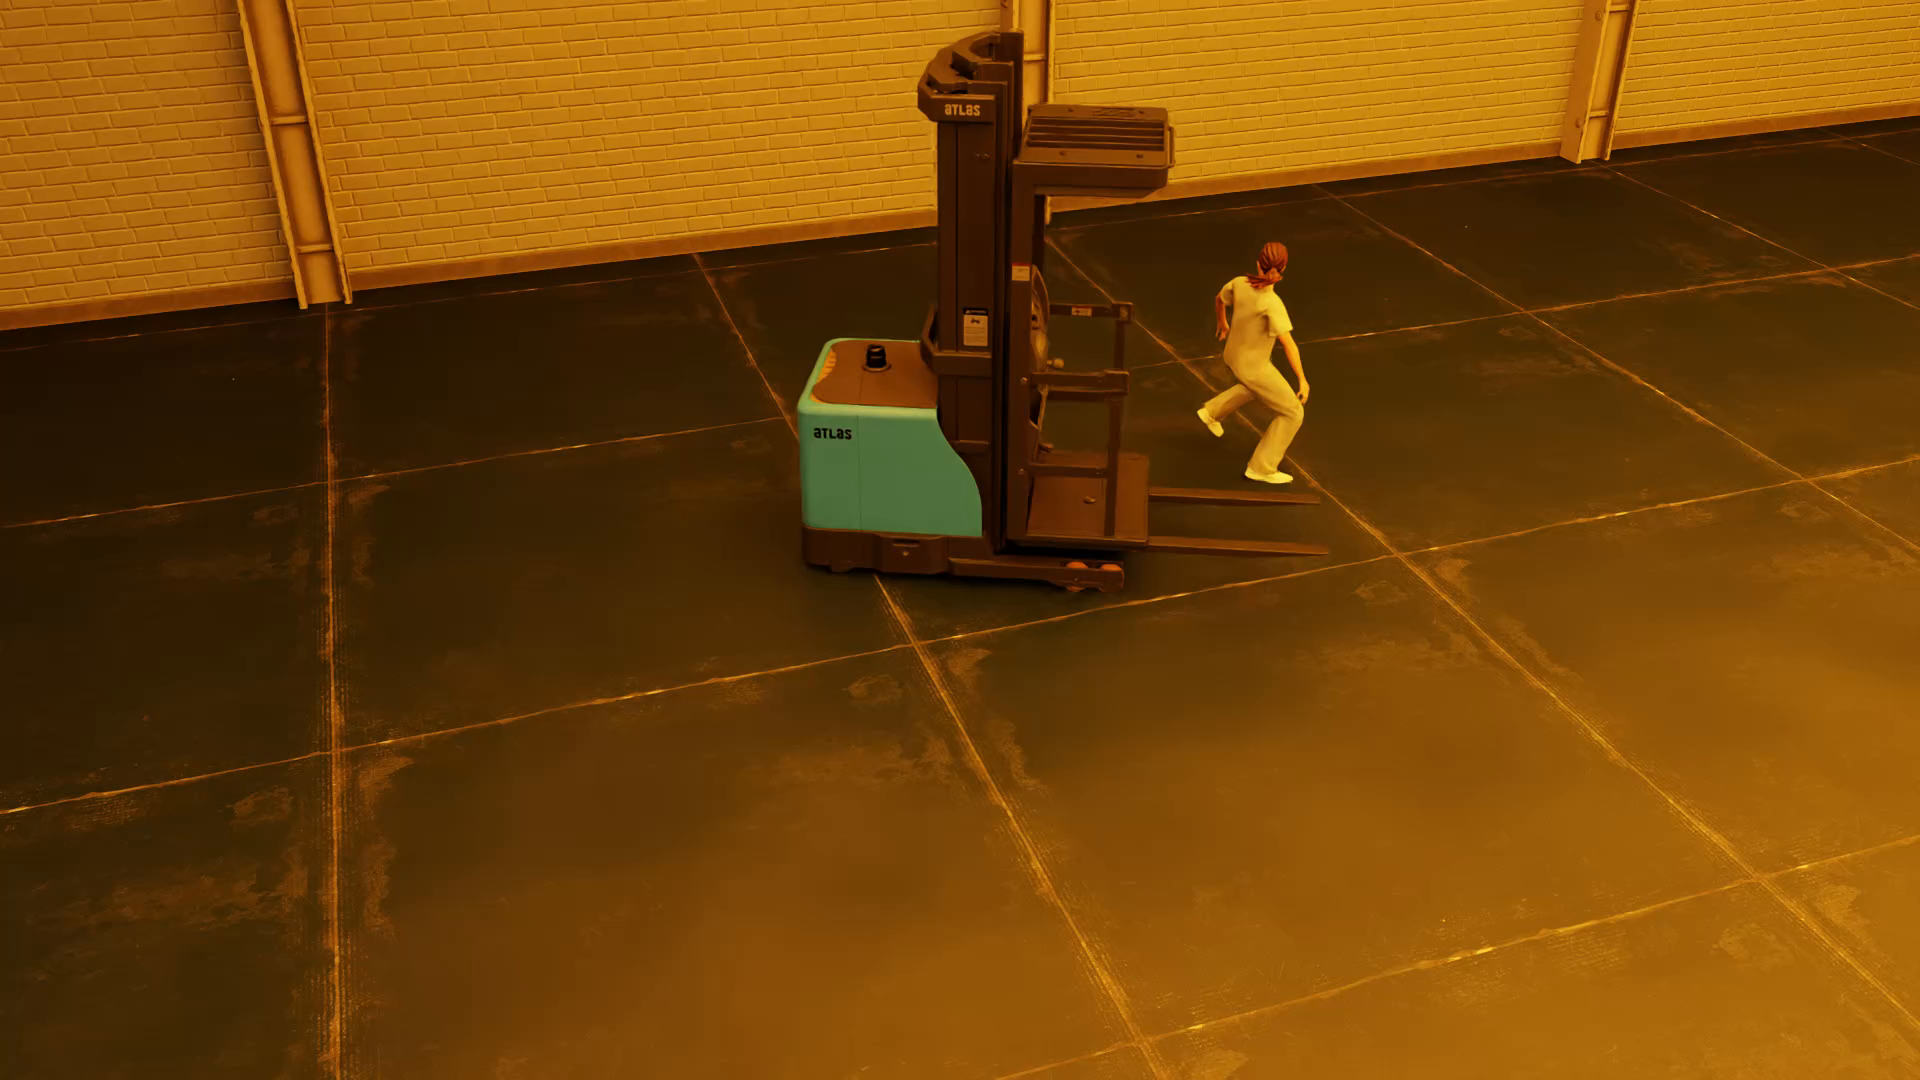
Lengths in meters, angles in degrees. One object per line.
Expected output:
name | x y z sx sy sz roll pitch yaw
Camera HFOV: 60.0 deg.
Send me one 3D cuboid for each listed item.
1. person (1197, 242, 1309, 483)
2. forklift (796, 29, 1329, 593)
person | 1.886 -1.138 10.490 0.500 1.552 0.888 -8 31 -13
forklift | 0.628 -1.247 9.254 3.031 2.935 1.130 3 30 5
